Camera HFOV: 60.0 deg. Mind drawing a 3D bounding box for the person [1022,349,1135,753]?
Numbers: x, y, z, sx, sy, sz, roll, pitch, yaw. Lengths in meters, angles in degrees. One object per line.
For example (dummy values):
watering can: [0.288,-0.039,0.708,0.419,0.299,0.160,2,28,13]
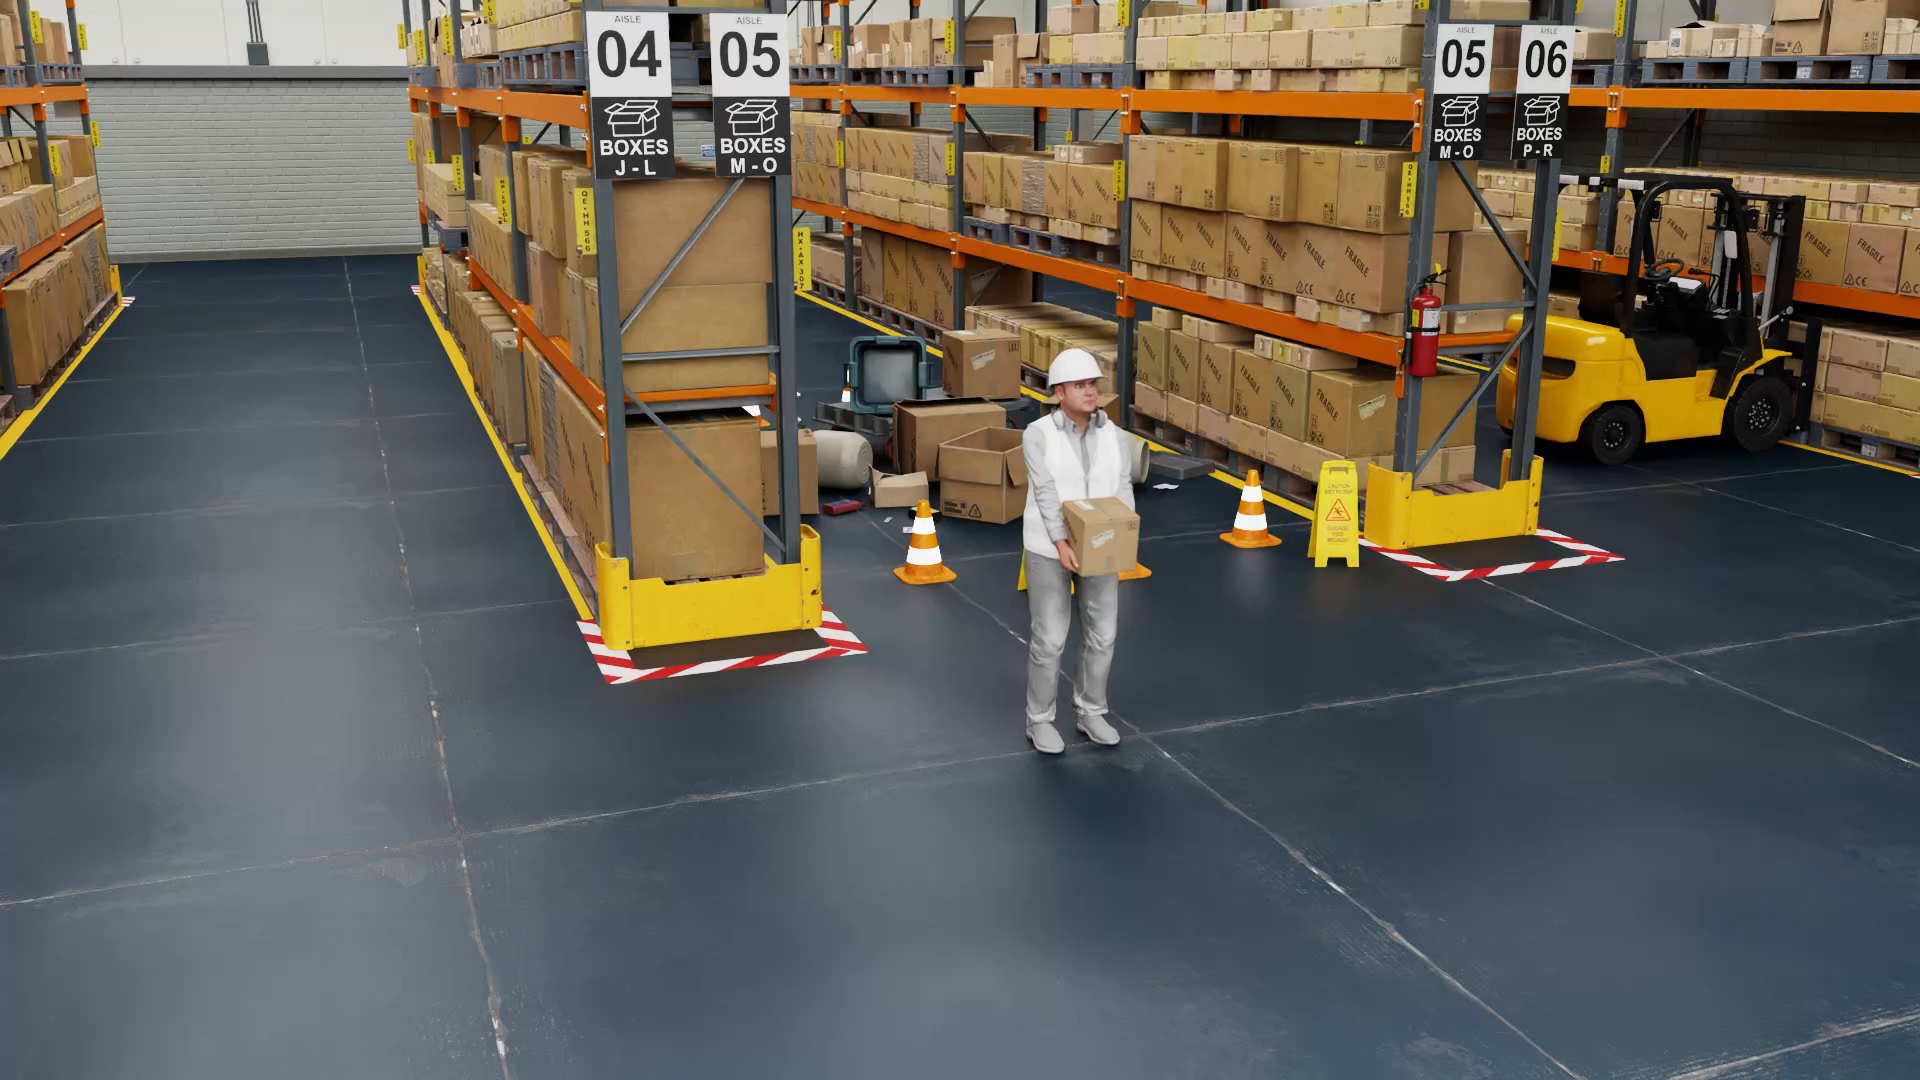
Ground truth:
person: [0.542,0.066,7.252,0.494,1.764,0.548,-5,16,-19]
